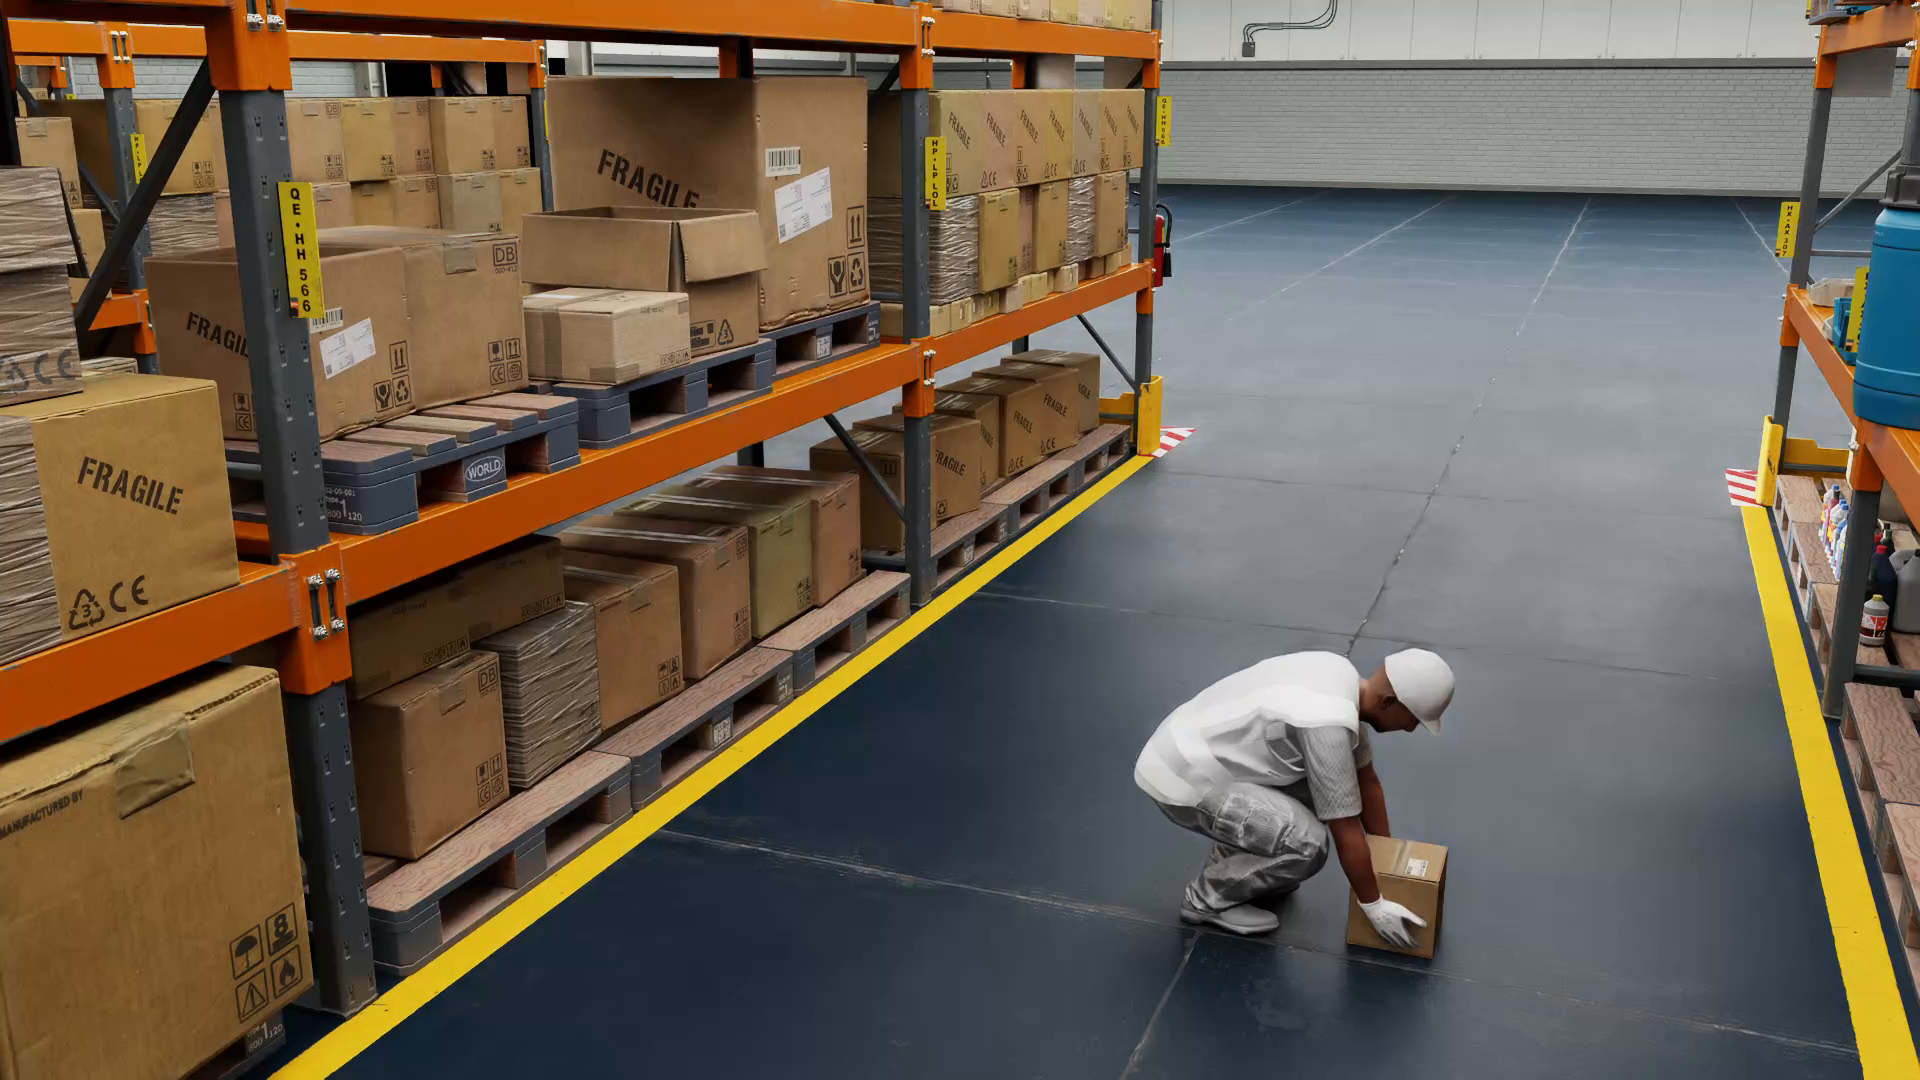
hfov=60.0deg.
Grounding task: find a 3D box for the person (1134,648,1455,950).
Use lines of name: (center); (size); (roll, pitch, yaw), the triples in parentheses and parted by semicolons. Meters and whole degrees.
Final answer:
person: (1.002, 0.723, 5.050); (0.907, 0.886, 0.576); (6, 16, 21)
